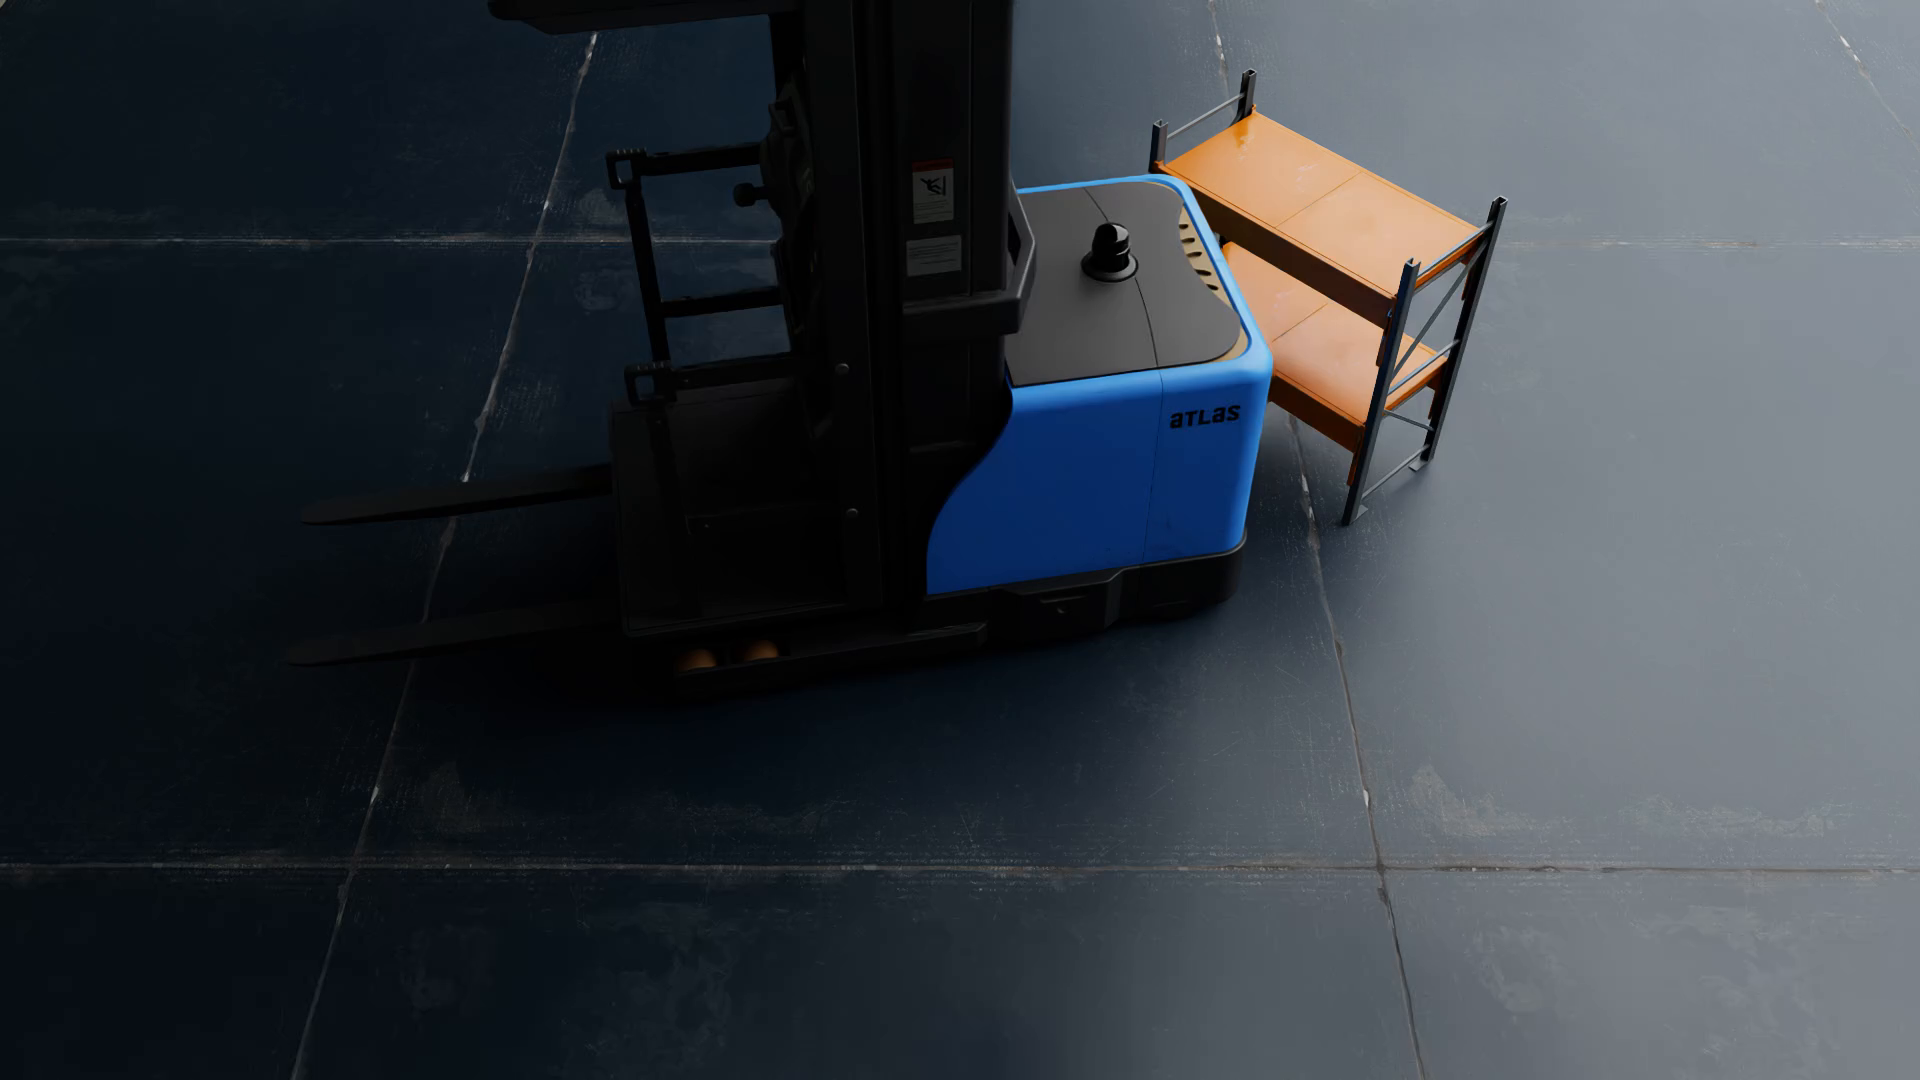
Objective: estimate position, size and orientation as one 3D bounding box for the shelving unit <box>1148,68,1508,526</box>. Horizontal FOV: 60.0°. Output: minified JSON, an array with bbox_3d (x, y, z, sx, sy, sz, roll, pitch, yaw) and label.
[{"bbox_3d":[1.178,-0.837,5.761,0.538,1.125,1.048,-35,56,-28],"label":"shelving unit"}]

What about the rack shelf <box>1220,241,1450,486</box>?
[{"bbox_3d":[1.178,-0.671,5.940,0.538,0.278,1.000,-35,56,-28],"label":"rack shelf"}]

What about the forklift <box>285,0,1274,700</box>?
[{"bbox_3d":[-0.645,-0.919,4.603,3.031,2.935,1.130,-8,48,-7],"label":"forklift"}]

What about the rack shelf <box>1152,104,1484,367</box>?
[{"bbox_3d":[1.178,-1.037,5.547,0.538,0.278,1.000,-35,56,-28],"label":"rack shelf"}]

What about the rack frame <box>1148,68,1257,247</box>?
[{"bbox_3d":[0.830,-1.109,6.014,0.500,1.125,0.032,-35,56,-28],"label":"rack frame"}]

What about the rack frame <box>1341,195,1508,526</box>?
[{"bbox_3d":[1.526,-0.566,5.509,0.500,1.125,0.032,-35,56,-28],"label":"rack frame"}]
